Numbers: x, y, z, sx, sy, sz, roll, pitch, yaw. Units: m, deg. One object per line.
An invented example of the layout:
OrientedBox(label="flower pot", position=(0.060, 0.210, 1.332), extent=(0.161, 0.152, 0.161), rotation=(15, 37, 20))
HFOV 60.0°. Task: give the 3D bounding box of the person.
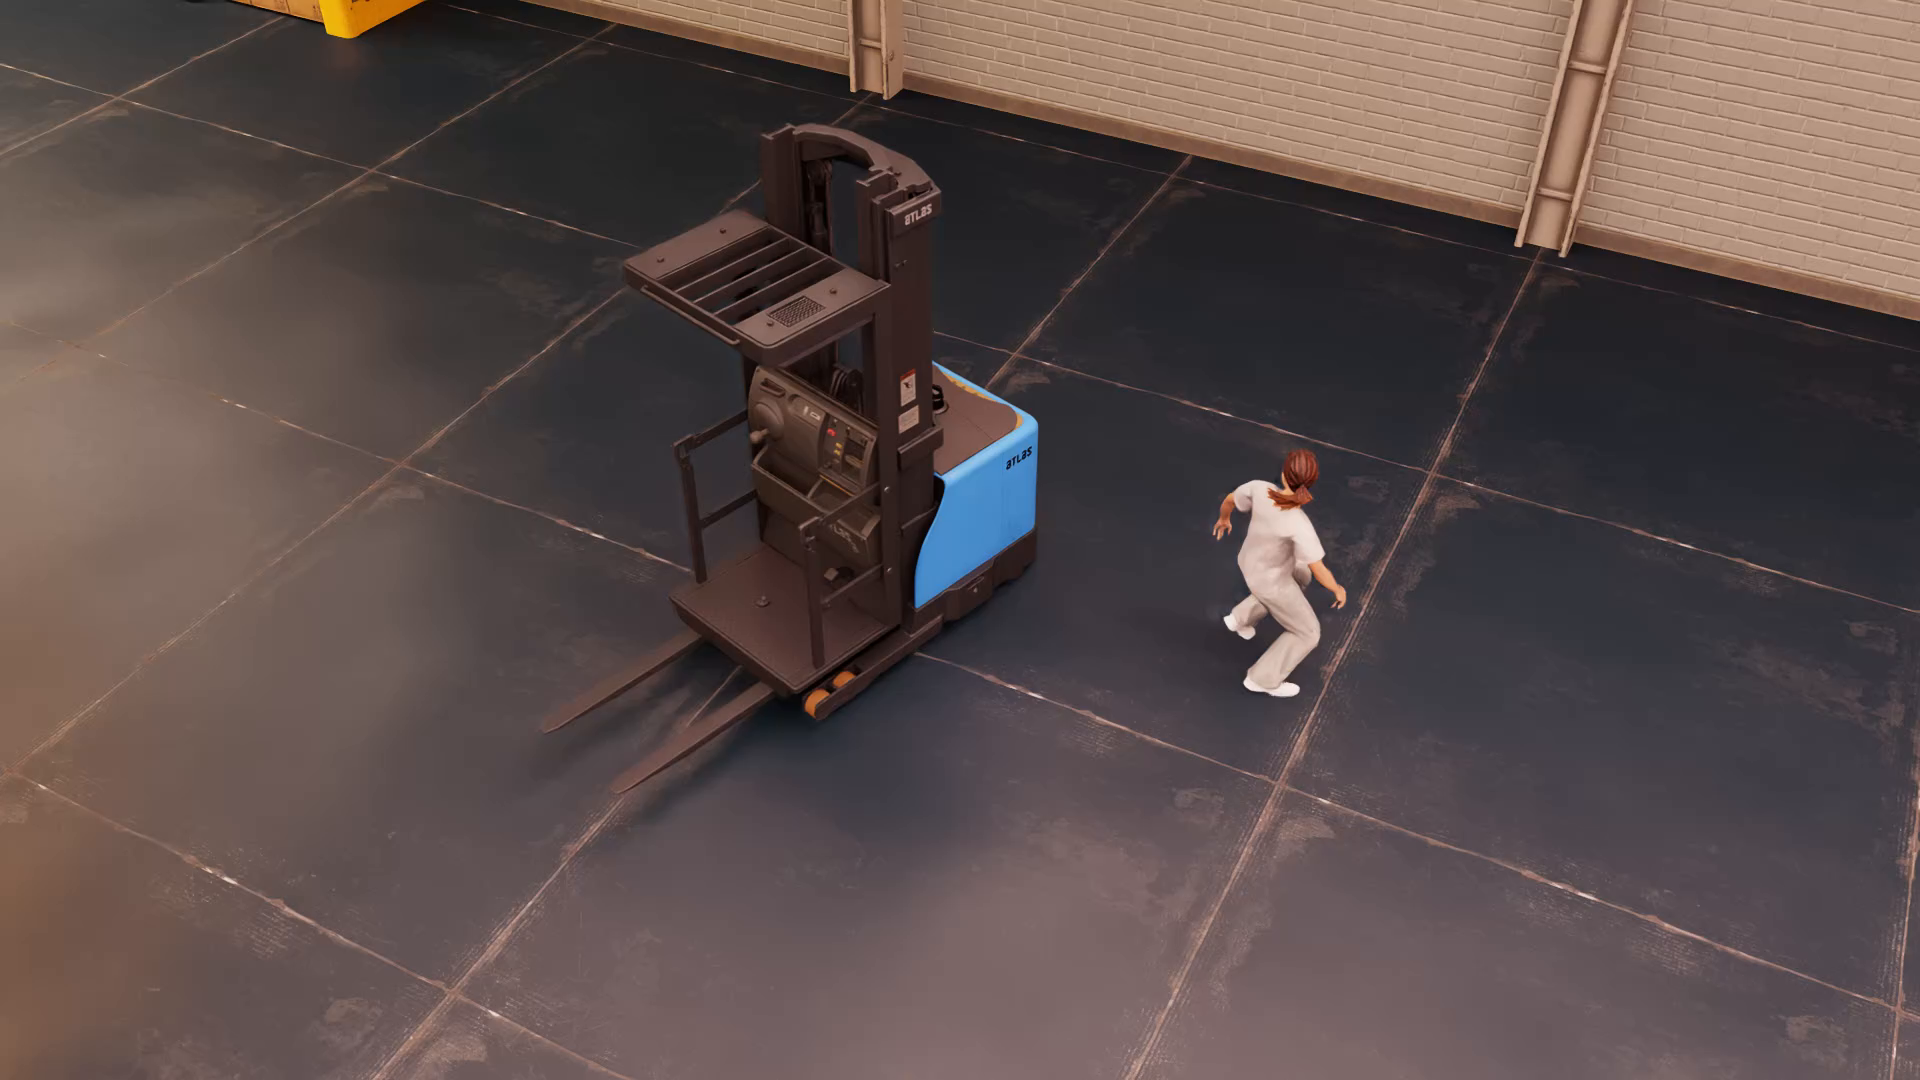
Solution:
OrientedBox(label="person", position=(1.714, 0.134, 8.894), extent=(0.536, 1.576, 0.714), rotation=(-8, 41, -10))

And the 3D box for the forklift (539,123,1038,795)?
OrientedBox(label="forklift", position=(-0.926, -0.517, 8.600), extent=(1.130, 2.935, 3.031), rotation=(32, 50, 32))
